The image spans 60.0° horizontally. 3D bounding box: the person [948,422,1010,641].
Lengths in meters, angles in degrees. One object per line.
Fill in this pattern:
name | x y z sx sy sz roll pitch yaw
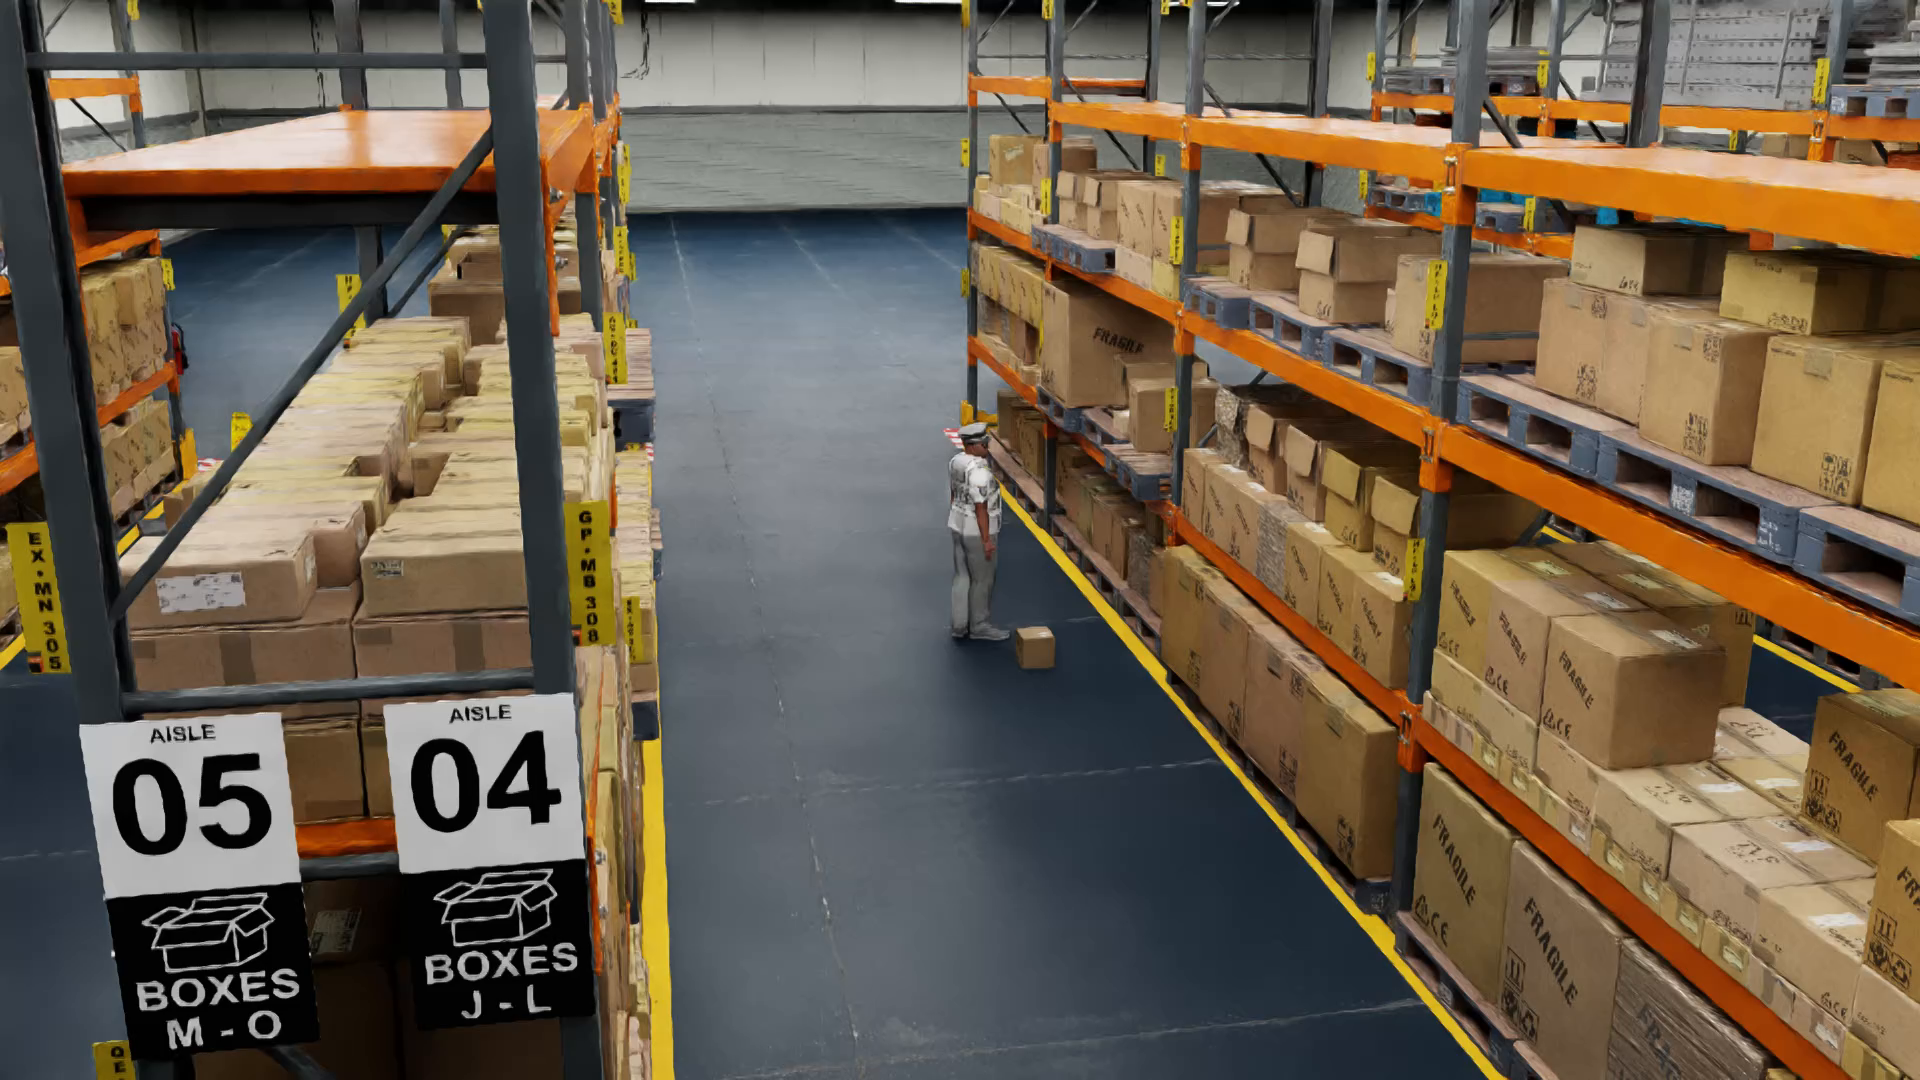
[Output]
person | 0.122 -0.076 13.226 0.441 1.765 0.580 -9 19 -29
